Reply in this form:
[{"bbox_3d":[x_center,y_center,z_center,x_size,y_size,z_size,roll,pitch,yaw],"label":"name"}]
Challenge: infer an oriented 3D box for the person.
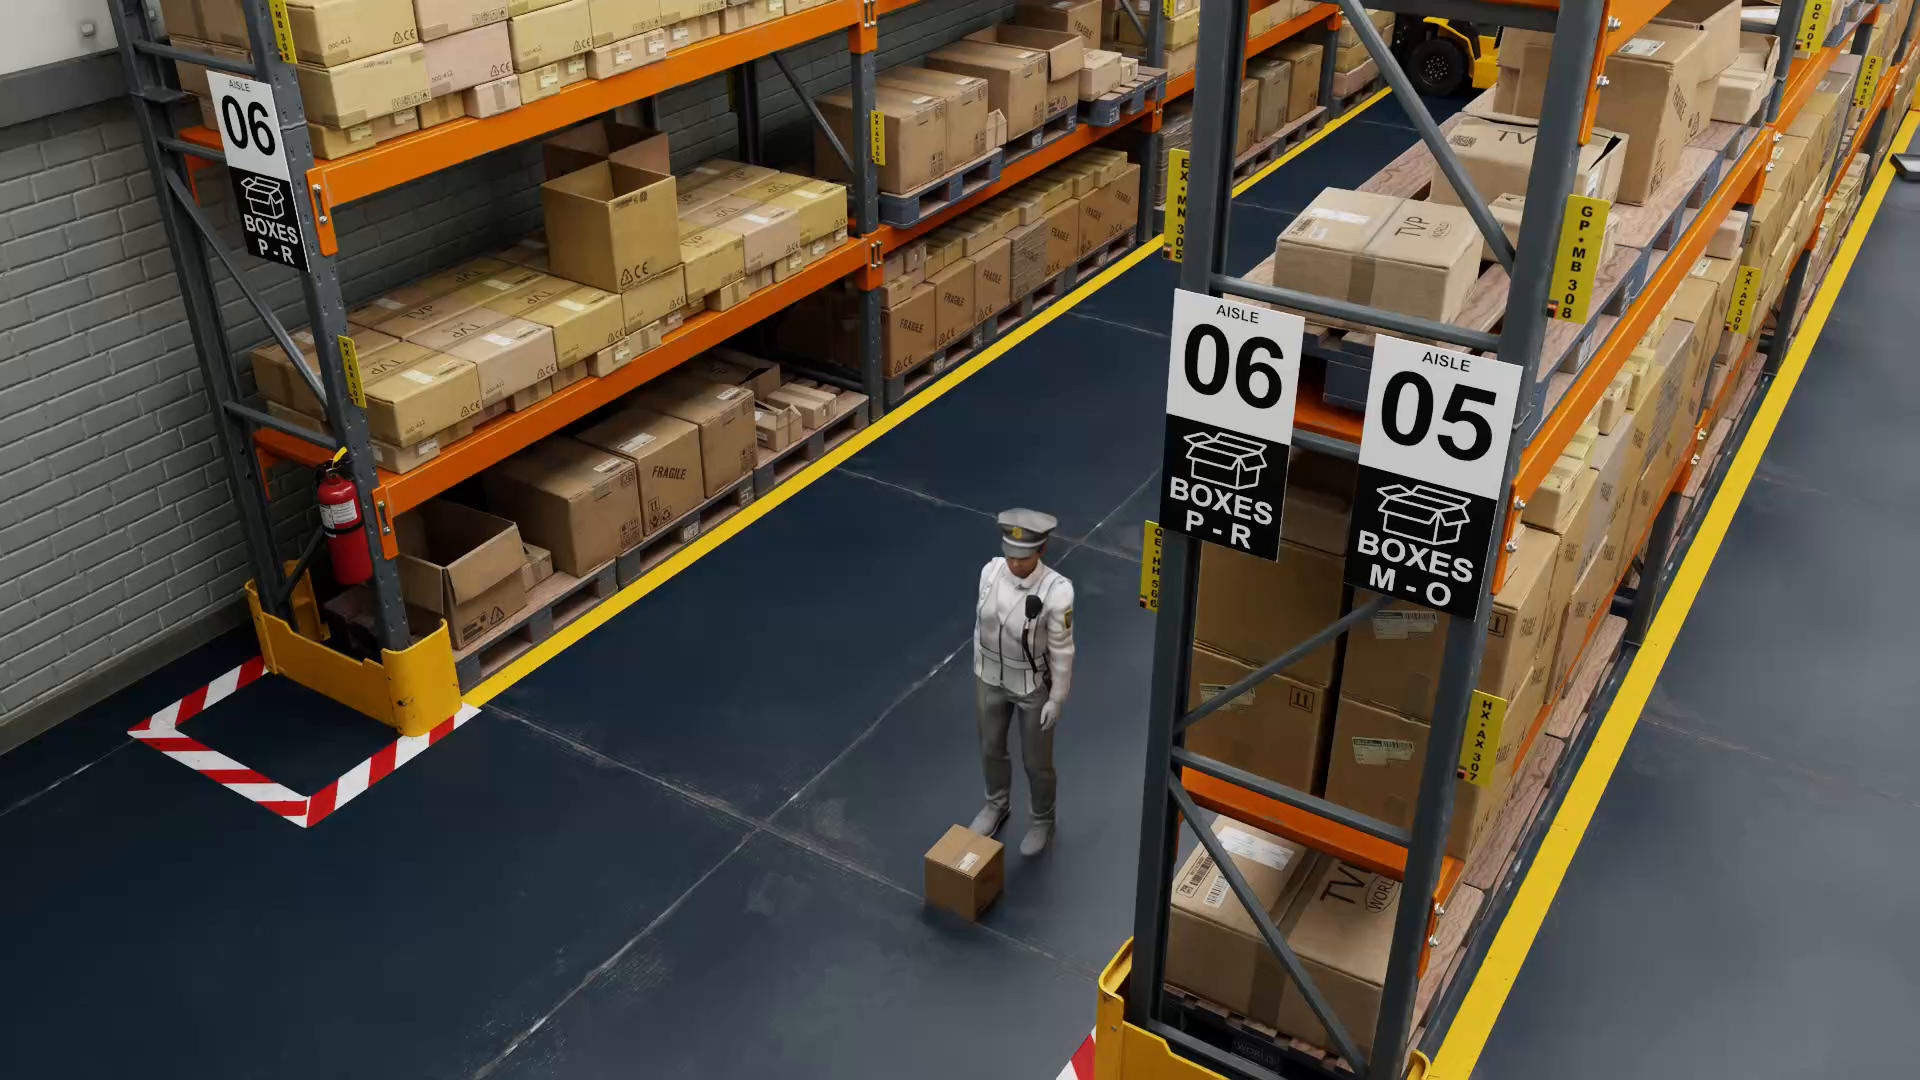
[{"bbox_3d":[0.264,0.630,7.137,0.479,1.659,0.352,17,35,27],"label":"person"}]
